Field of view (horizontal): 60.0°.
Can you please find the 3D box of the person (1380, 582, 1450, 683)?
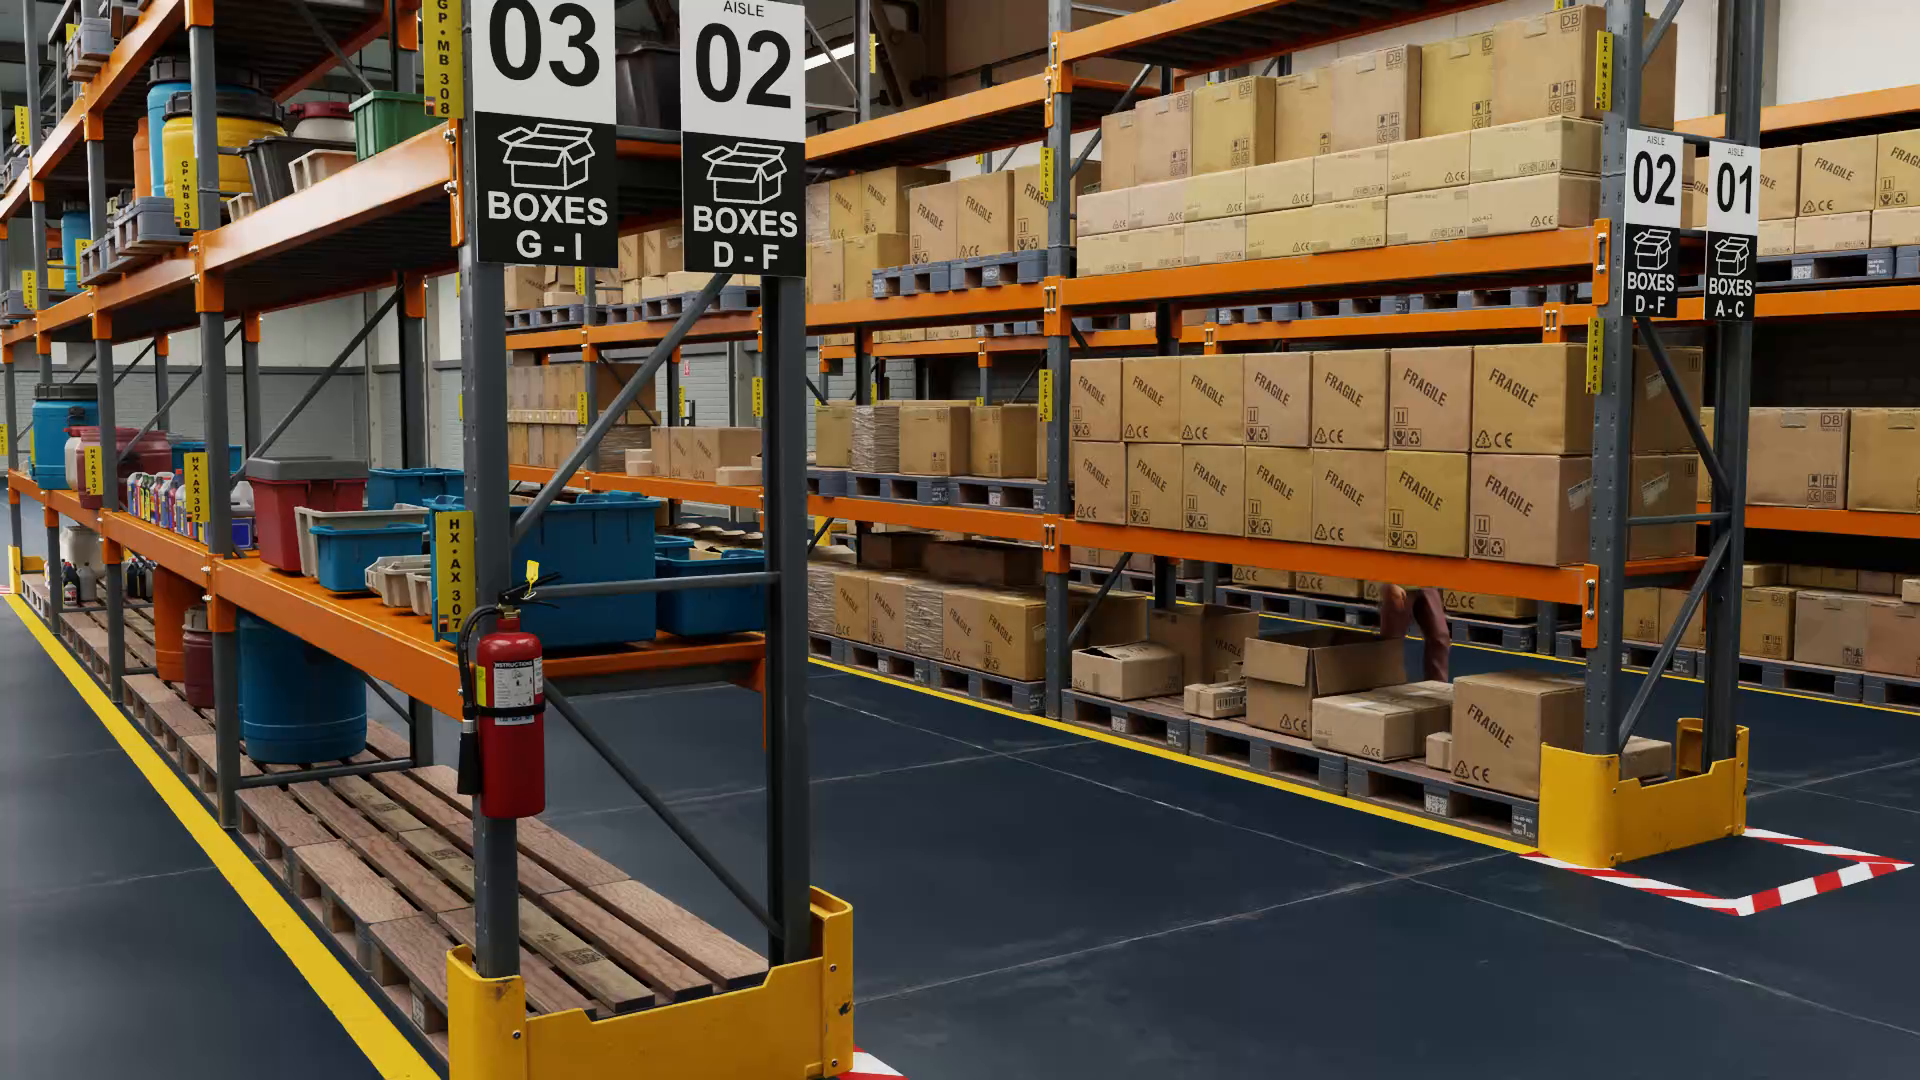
[{"bbox_3d":[2.898,0.304,10.858,0.437,1.633,0.920,-3,5,-30],"label":"person"}]
